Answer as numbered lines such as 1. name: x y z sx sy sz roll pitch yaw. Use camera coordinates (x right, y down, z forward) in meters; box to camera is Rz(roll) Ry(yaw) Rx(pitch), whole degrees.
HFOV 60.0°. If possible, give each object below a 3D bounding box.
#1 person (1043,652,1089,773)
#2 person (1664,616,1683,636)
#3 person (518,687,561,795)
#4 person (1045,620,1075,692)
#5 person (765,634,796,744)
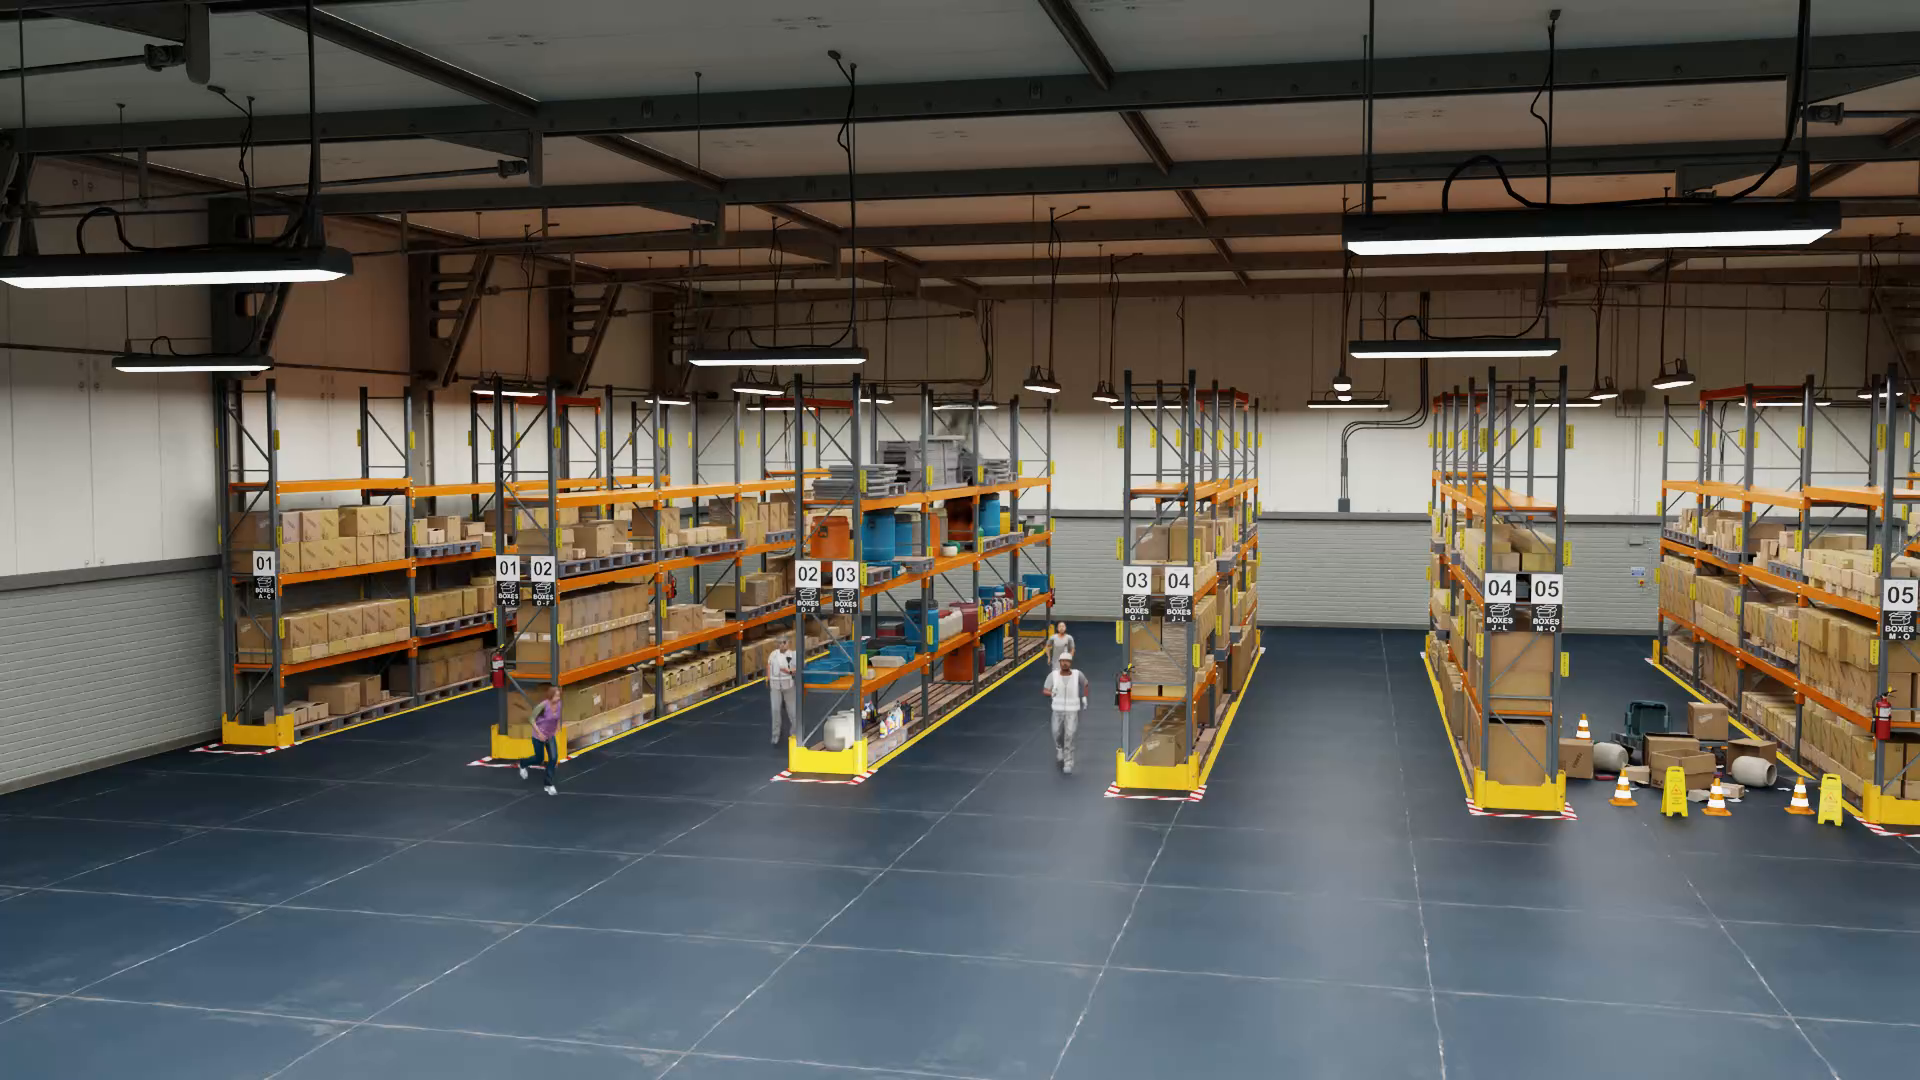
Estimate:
1. person: 1.600 2.580 25.222 0.694 1.759 0.979 1 3 9
2. person: 16.603 1.865 38.432 0.706 1.711 0.790 -3 5 -42
3. person: -5.998 2.832 23.749 0.876 1.550 0.552 2 4 33
4. person: 1.879 2.319 31.015 0.550 1.629 0.565 0 3 -2
5. person: -2.931 2.435 27.628 0.663 1.766 0.990 0 3 6
